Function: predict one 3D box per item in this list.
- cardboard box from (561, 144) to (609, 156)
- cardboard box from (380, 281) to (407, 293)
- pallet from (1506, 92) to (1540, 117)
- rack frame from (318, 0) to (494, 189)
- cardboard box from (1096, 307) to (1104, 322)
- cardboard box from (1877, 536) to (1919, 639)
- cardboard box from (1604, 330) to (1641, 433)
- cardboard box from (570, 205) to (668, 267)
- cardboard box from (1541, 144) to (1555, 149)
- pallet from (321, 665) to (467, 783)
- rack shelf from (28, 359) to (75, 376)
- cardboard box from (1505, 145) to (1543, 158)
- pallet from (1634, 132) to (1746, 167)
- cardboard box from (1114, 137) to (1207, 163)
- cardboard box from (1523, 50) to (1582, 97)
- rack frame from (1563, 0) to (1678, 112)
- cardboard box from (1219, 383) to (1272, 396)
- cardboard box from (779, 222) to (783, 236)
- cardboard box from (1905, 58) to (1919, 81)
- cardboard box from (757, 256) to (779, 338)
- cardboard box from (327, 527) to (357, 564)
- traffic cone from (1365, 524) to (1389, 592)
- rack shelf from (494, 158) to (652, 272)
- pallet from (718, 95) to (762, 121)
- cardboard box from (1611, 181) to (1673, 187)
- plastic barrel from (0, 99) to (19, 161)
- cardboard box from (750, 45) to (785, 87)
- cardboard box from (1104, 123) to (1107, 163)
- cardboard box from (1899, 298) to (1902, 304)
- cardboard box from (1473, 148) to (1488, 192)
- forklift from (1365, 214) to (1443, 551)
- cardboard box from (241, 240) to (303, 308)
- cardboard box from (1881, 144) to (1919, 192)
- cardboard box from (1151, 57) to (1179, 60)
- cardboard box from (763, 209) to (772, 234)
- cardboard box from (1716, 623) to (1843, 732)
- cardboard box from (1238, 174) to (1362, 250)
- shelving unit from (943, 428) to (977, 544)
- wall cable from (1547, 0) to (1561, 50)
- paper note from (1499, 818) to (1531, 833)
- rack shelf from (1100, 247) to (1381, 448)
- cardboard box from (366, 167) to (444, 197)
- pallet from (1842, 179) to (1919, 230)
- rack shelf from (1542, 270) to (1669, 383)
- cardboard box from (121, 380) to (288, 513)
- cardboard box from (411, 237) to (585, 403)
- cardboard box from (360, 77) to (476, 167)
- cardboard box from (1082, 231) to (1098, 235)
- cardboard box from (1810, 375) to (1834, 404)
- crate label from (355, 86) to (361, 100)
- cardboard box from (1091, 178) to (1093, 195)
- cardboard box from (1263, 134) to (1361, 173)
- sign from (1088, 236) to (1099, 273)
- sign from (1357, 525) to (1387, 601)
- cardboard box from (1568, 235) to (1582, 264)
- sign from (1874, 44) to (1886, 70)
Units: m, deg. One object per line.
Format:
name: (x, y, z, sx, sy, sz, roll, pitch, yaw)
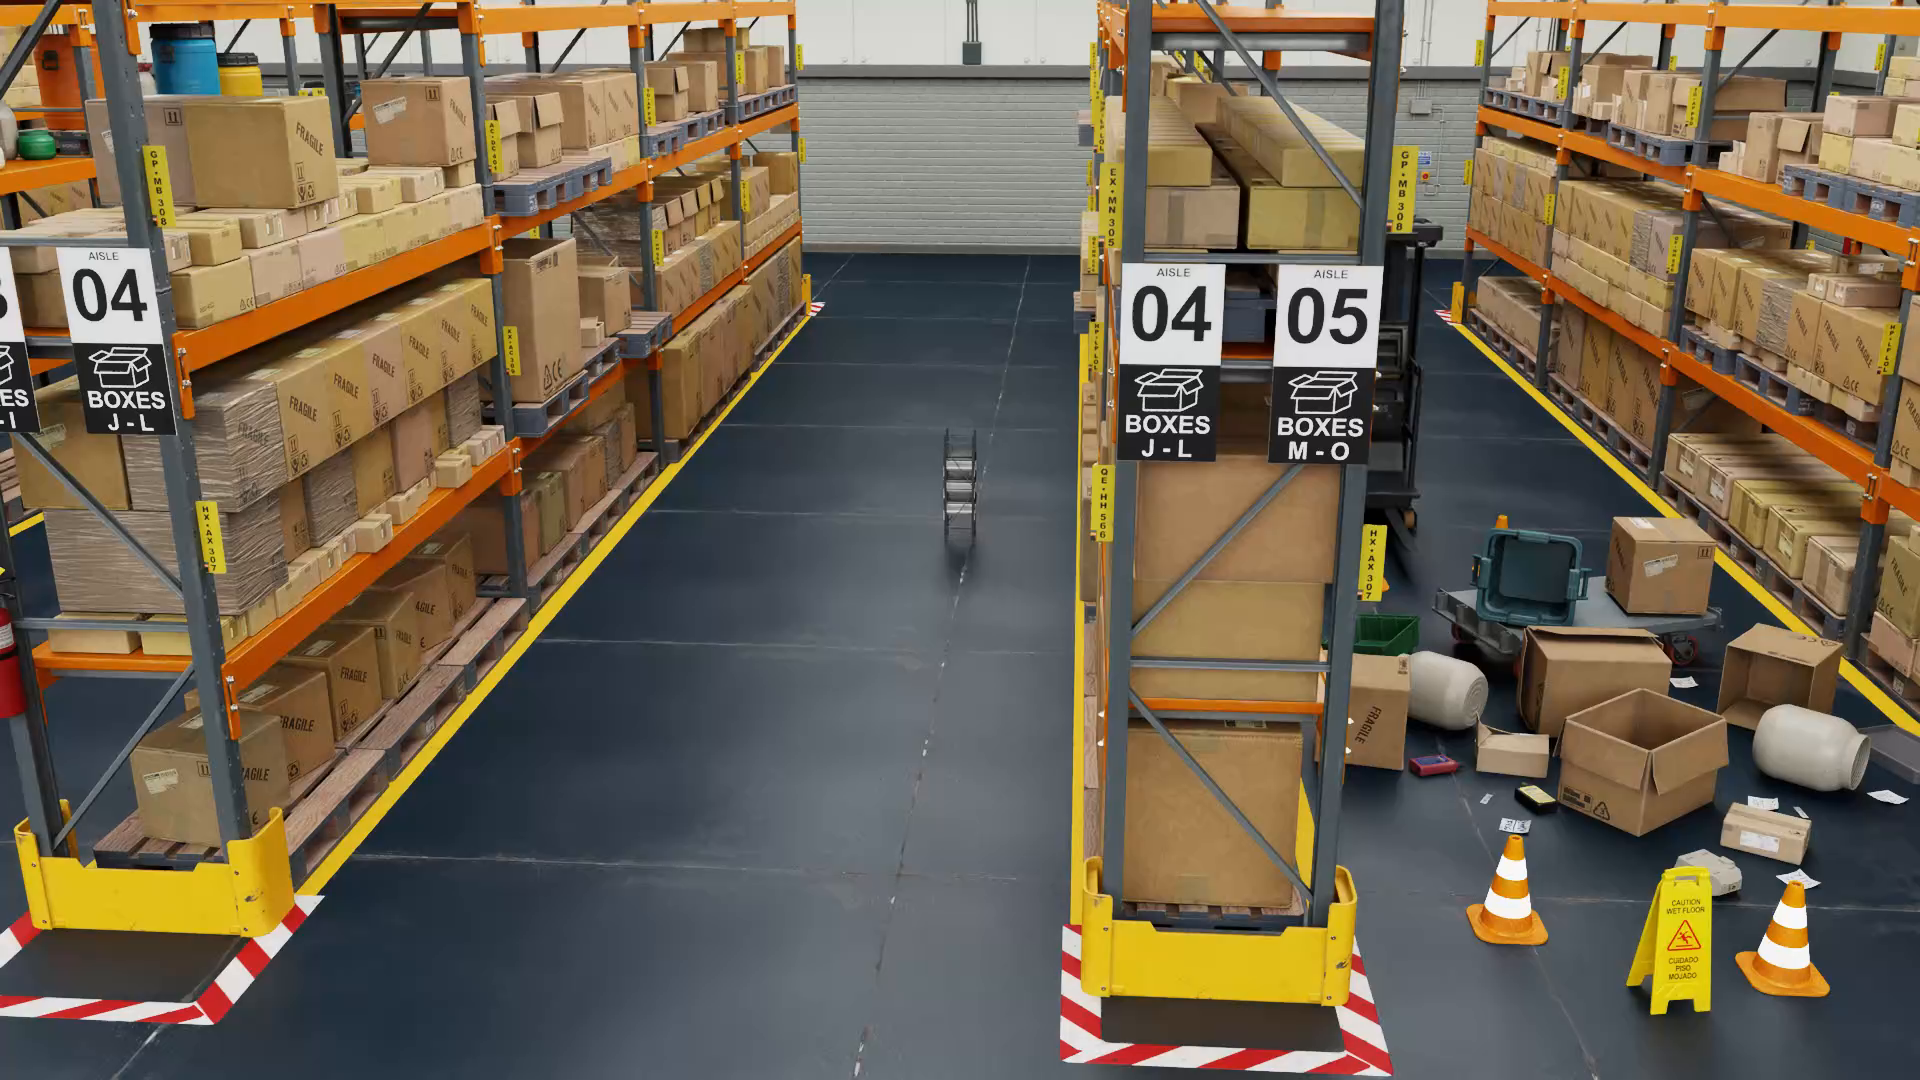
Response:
cardboard box: (-3.087, -2.988, 13.148, 0.500, 0.250, 0.500, 2, 18, 5)
cardboard box: (-3.809, -1.385, 10.587, 0.500, 0.500, 0.500, 1, 18, 4)
pallet: (7.094, -5.133, 19.597, 1.003, 0.211, 1.213, 1, 18, 4)
rack frame: (-3.524, -3.706, 10.280, 1.000, 3.000, 0.127, 1, 18, 4)
cardboard box: (1.331, -1.554, 13.189, 0.500, 0.500, 0.500, 1, 18, 4)
cardboard box: (6.049, 0.294, 10.244, 0.500, 0.500, 0.500, 2, 18, 7)
cardboard box: (6.848, -1.555, 16.090, 0.875, 0.875, 0.875, 2, 18, 5)
cardboard box: (-3.168, -2.848, 15.526, 0.797, 0.503, 0.637, 2, 18, 6)
cardboard box: (7.318, -4.757, 20.315, 0.380, 0.149, 0.250, 1, 18, 3)
pallet: (-3.621, 1.060, 9.850, 1.003, 0.211, 1.213, 1, 18, 4)
rack shelf: (-8.320, -1.245, 13.559, 1.077, 0.370, 4.000, 1, 18, 4)
cardboard box: (6.812, -4.685, 20.095, 0.380, 0.149, 0.250, 1, 18, 4)
pallet: (6.641, -3.413, 14.507, 1.213, 0.211, 1.003, 2, 18, 6)
cardboard box: (0.835, -1.592, 6.935, 0.380, 0.149, 0.250, 1, 18, 4)
cardboard box: (6.927, -5.458, 19.449, 0.500, 0.500, 0.500, 2, 18, 5)
rack frame: (6.934, -5.969, 17.188, 1.000, 3.000, 0.127, 1, 18, 4)
cardboard box: (1.318, -0.513, 8.196, 0.875, 0.550, 0.550, 1, 18, 4)
cardboard box: (-2.450, -3.947, 21.053, 0.380, 0.149, 0.250, 1, 18, 4)
cardboard box: (11.835, -5.694, 20.126, 0.500, 0.250, 0.500, 1, 18, 4)
cardboard box: (-2.758, -3.012, 20.536, 0.875, 0.875, 0.875, 1, 18, 4)
cardboard box: (-3.469, 0.035, 8.901, 0.380, 0.149, 0.250, 1, 18, 4)
traffic cone: (3.019, 0.110, 12.344, 0.336, 0.463, 0.334, 1, 18, 4)
rack shelf: (-3.380, -2.559, 12.755, 1.077, 0.370, 4.000, 1, 18, 4)
pallet: (-2.881, -4.976, 19.118, 1.003, 0.211, 1.213, 1, 18, 4)
cardboard box: (7.153, -3.496, 17.510, 0.500, 0.500, 0.500, 2, 18, 6)
plastic barrel: (-8.505, -3.597, 14.585, 0.421, 0.512, 0.421, 0, 18, 0)
cardboard box: (-2.647, -6.139, 21.528, 0.700, 0.500, 0.500, 0, 18, 1)
cardboard box: (1.102, -2.310, 9.765, 0.500, 0.250, 0.500, 1, 18, 4)
cardboard box: (6.765, -1.470, 11.779, 0.500, 0.500, 0.500, 1, 18, 4)
cardboard box: (6.903, -4.740, 21.306, 0.500, 0.500, 0.500, 1, 18, 3)
forklift: (3.210, -1.582, 13.545, 1.130, 2.935, 3.031, 1, 18, 4)
cardboard box: (-3.487, -1.271, 7.907, 0.500, 0.250, 0.500, 1, 18, 3)
cardboard box: (6.258, -2.372, 10.593, 0.500, 0.250, 0.500, 1, 18, 3)
cardboard box: (2.502, -5.872, 20.508, 0.380, 0.149, 0.250, 2, 18, 5)
cardboard box: (-2.583, -3.865, 20.164, 0.500, 0.250, 0.500, 2, 18, 5)
cardboard box: (4.927, 0.856, 10.005, 0.500, 0.500, 0.500, 17, 25, 41)
cardboard box: (1.420, -1.357, 6.858, 0.500, 0.250, 0.500, 1, 18, 4)
shelving unit: (0.001, -0.430, 13.291, 0.258, 0.900, 0.210, 1, 18, 4)
wall cable: (10.874, -8.911, 26.105, 2.988, 3.039, 0.133, 1, 18, 4)
paper note: (2.932, 1.505, 8.783, 0.144, 0.017, 0.142, 8, 20, 23)
rack shelf: (1.273, -1.175, 8.530, 1.077, 0.370, 4.000, 1, 18, 4)
cardboard box: (-3.301, -2.130, 9.890, 0.380, 0.149, 0.250, 0, 18, 1)
pallet: (6.511, -2.159, 10.679, 1.213, 0.211, 1.003, 1, 18, 4)
rack shelf: (6.791, -2.155, 16.338, 1.077, 0.370, 4.000, 1, 18, 4)
cardboard box: (-3.499, -0.441, 7.708, 0.500, 0.500, 0.500, 1, 18, 4)
cardboard box: (-3.327, -1.583, 11.799, 1.000, 1.000, 1.000, 1, 18, 4)
cardboard box: (-3.302, -2.561, 10.163, 0.500, 0.500, 0.500, 1, 18, 2)
cardboard box: (1.395, -2.963, 16.421, 0.380, 0.149, 0.250, 2, 18, 6)
cardboard box: (6.142, -1.042, 11.515, 0.380, 0.149, 0.250, 1, 18, 3)
crate label: (-7.992, -5.768, 21.629, 0.408, 0.251, 0.502, 1, 18, 4)
cardboard box: (1.969, -4.495, 21.686, 0.500, 0.500, 0.500, 2, 18, 7)
cardboard box: (1.508, -1.656, 7.131, 0.380, 0.149, 0.250, 1, 18, 3)
sign: (1.161, -2.477, 14.432, 0.100, 0.325, 0.005, 1, 18, 4)
sign: (1.683, 0.095, 6.798, 0.100, 0.325, 0.005, 1, 18, 4)
cardboard box: (6.612, -2.991, 17.173, 0.500, 0.250, 0.500, 2, 18, 5)
sign: (11.631, -6.104, 21.012, 0.100, 0.325, 0.005, 1, 18, 4)
